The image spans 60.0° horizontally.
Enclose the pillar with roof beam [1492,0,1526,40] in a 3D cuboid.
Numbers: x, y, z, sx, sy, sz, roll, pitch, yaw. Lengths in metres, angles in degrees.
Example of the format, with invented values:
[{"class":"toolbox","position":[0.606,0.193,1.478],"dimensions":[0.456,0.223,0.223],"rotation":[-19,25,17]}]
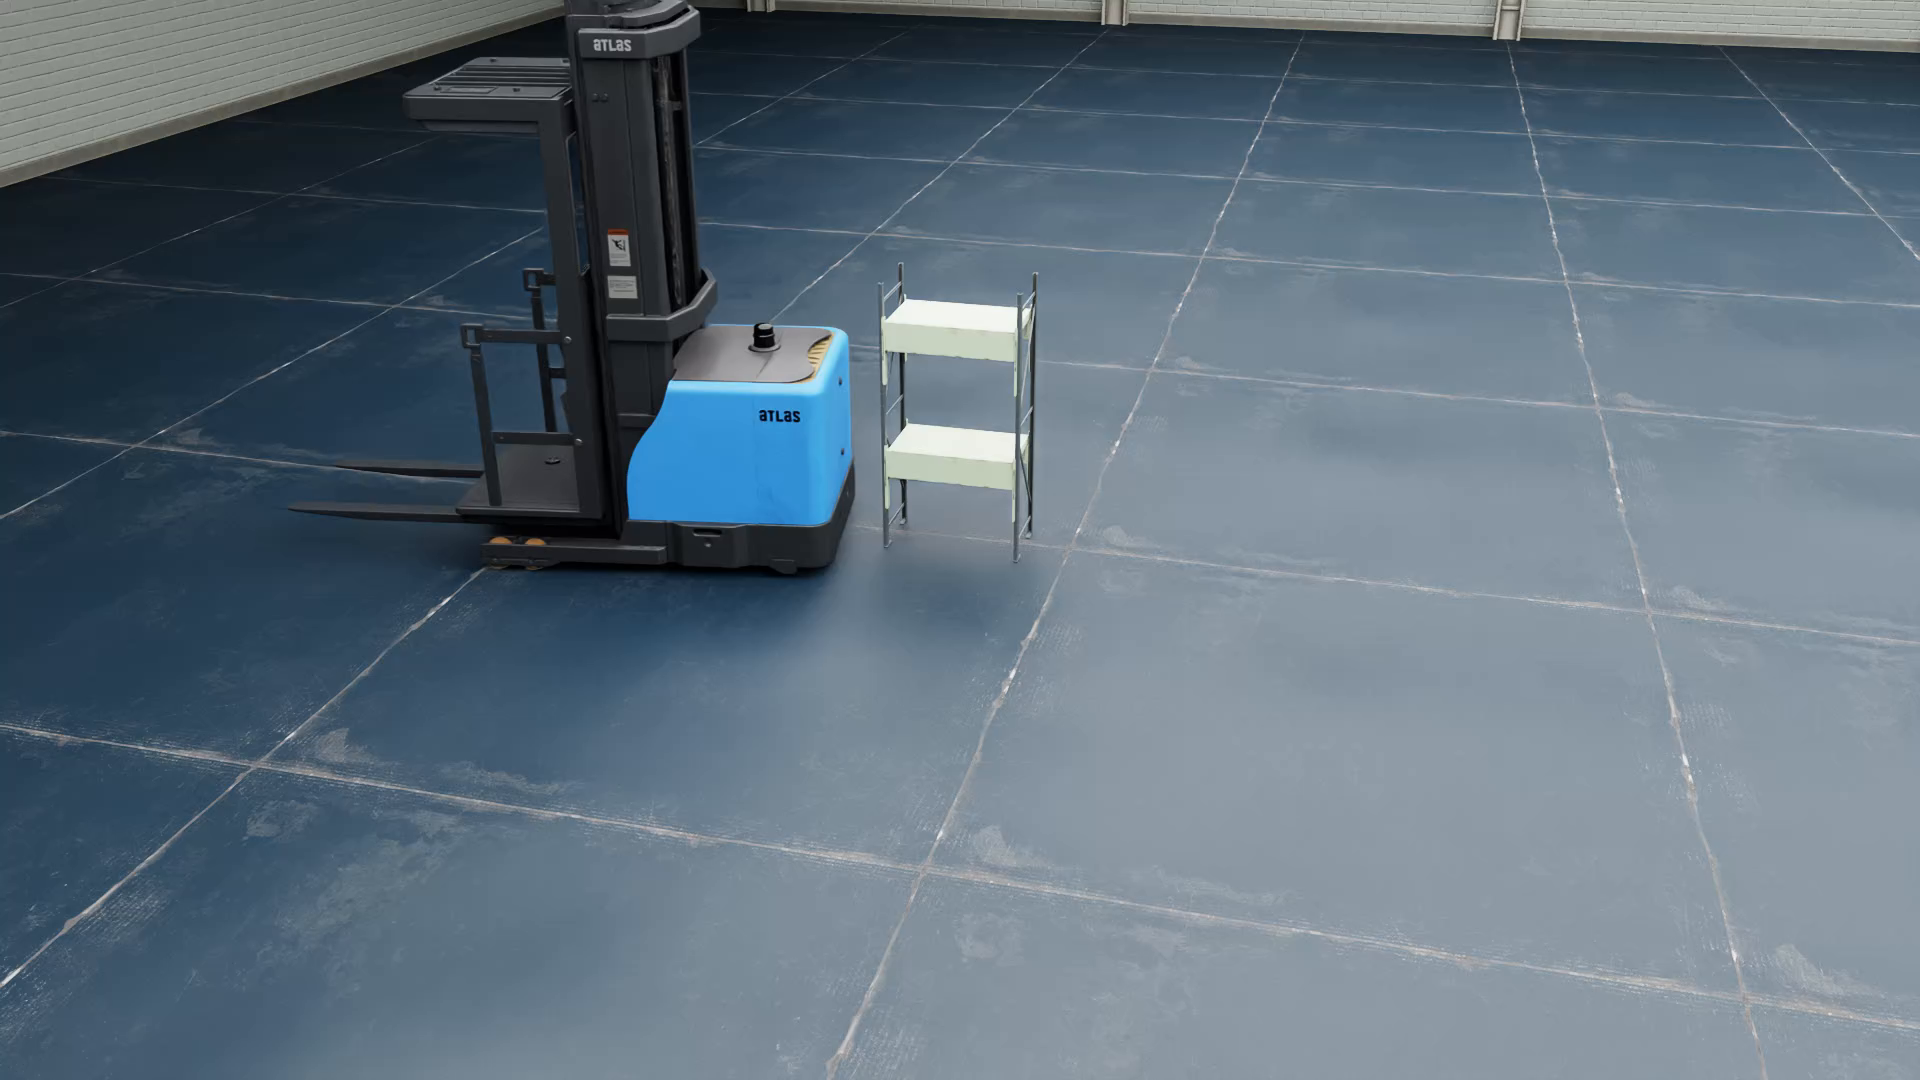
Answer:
[{"class":"pillar with roof beam","position":[7.216,-9.886,19.547],"dimensions":[0.400,9.000,9.100],"rotation":[6,26,13]}]

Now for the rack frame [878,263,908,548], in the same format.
[{"class":"rack frame","position":[-0.361,-0.717,9.011],"dimensions":[0.023,1.500,0.400],"rotation":[6,26,13]}]

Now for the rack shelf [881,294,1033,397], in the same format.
[{"class":"rack shelf","position":[-0.006,-1.030,8.761],"dimensions":[0.720,0.370,0.431],"rotation":[6,26,13]}]

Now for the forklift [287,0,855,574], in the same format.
[{"class":"forklift","position":[-2.151,-1.385,8.750],"dimensions":[3.031,2.935,1.130],"rotation":[2,26,4]}]

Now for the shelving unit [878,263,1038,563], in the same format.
[{"class":"shelving unit","position":[-0.006,-0.678,8.929],"dimensions":[0.755,1.500,0.431],"rotation":[6,26,13]}]

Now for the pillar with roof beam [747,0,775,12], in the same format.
[{"class":"pillar with roof beam","position":[-4.406,-11.171,22.246],"dimensions":[0.400,9.000,9.100],"rotation":[6,26,13]}]

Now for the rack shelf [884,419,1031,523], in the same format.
[{"class":"rack shelf","position":[-0.006,-0.384,9.069],"dimensions":[0.720,0.370,0.431],"rotation":[6,26,13]}]

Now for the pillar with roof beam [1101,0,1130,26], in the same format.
[{"class":"pillar with roof beam","position":[1.405,-10.529,20.896],"dimensions":[0.400,9.000,9.100],"rotation":[6,26,13]}]

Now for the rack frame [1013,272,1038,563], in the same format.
[{"class":"rack frame","position":[0.348,-0.639,8.847],"dimensions":[0.023,1.500,0.400],"rotation":[6,26,13]}]
